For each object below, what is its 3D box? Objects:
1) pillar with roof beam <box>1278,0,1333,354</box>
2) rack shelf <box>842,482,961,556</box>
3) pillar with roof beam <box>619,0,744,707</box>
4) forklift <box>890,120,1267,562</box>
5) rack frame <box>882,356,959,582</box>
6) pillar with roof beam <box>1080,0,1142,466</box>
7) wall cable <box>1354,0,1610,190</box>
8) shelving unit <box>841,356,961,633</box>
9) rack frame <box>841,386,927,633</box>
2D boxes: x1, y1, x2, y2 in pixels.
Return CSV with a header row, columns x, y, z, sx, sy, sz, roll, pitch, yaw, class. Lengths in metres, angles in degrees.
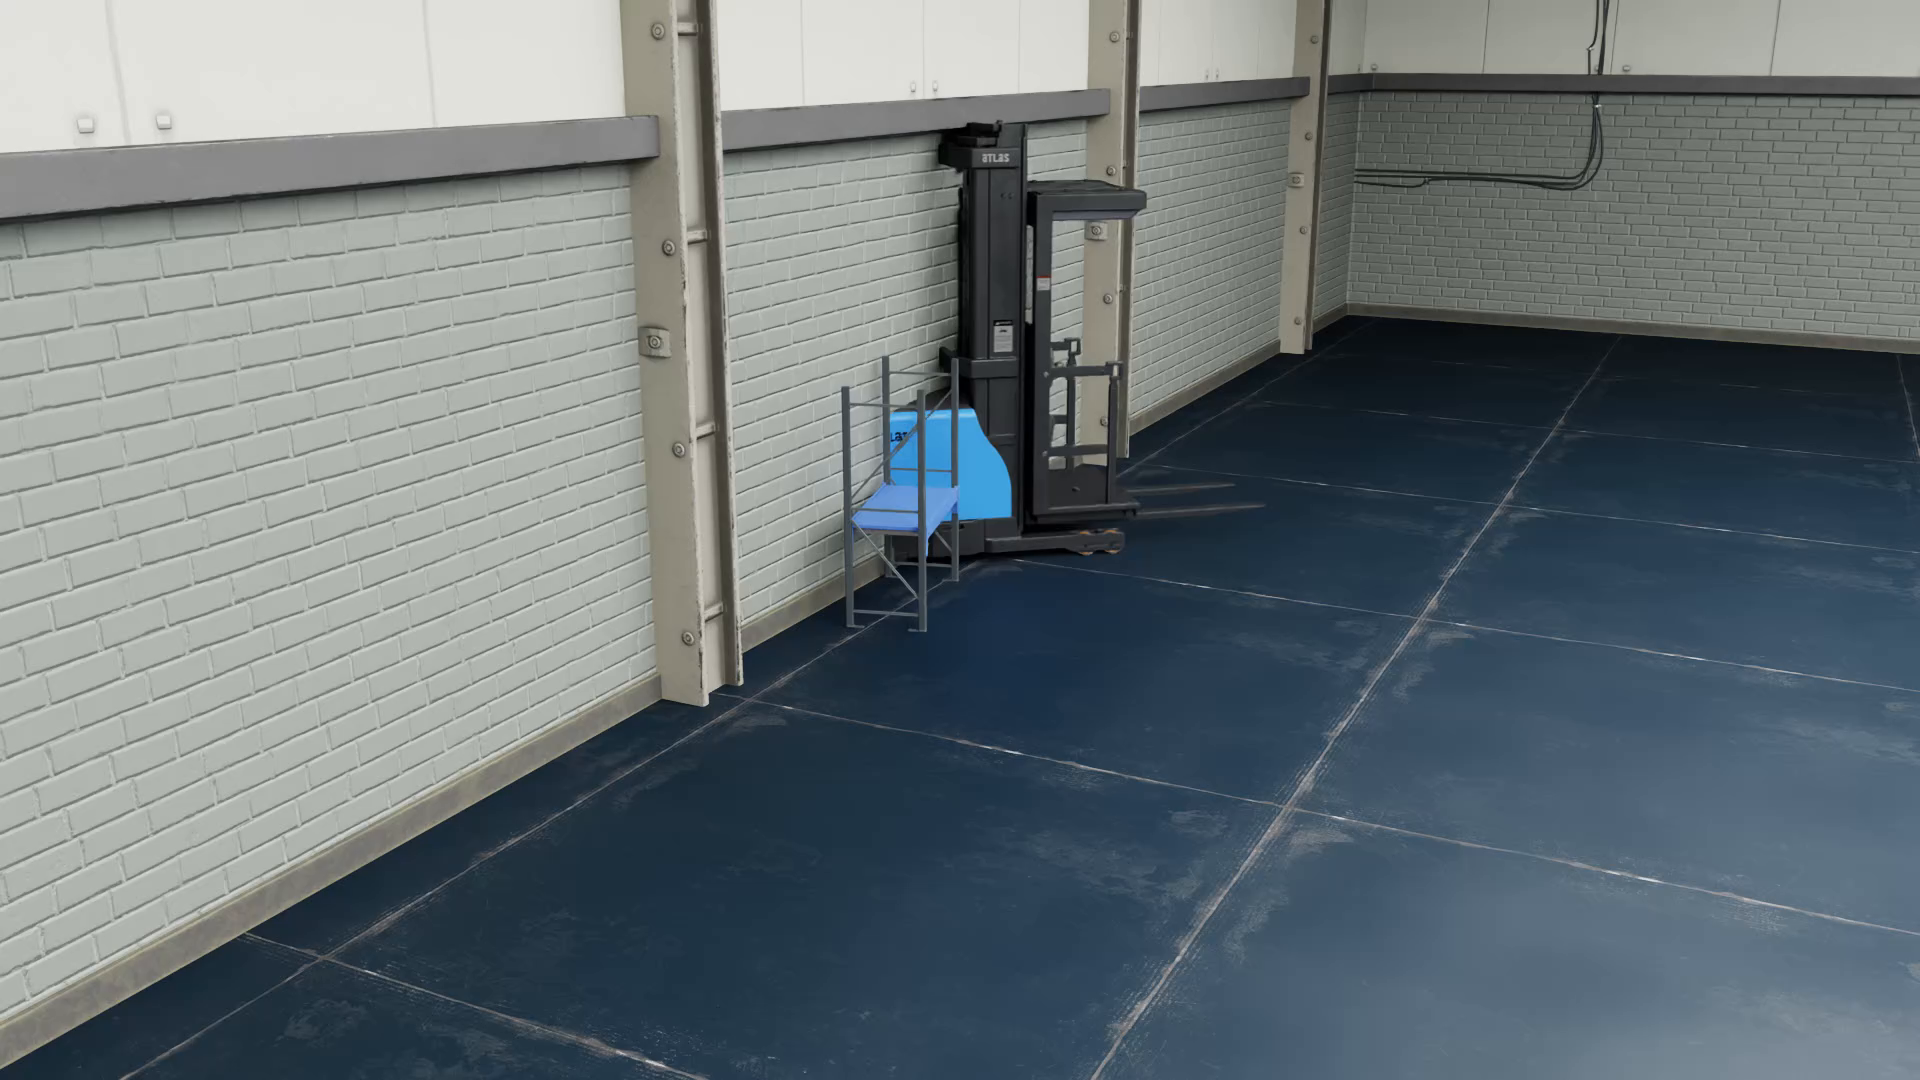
x,y,z,sx,sy,sz,roll,pitch,yaw,class
7.777,-5.990,16.388,9.100,9.000,0.400,8,18,25,pillar with roof beam
-0.354,-0.142,10.501,0.538,0.185,1.000,3,17,11,rack shelf
2.415,-2.934,6.097,9.100,9.000,0.400,8,18,25,pillar with roof beam
0.682,-1.438,11.717,3.031,2.935,1.130,-4,17,-12,forklift
-0.257,-0.457,10.928,0.500,1.500,0.032,3,17,11,rack frame
5.096,-4.462,11.243,9.100,9.000,0.400,8,18,25,pillar with roof beam
6.425,-5.632,20.634,3.097,2.526,0.112,8,18,25,wall cable
-0.354,-0.315,10.450,0.538,1.500,1.048,3,17,11,shelving unit
-0.451,-0.173,9.972,0.500,1.500,0.032,3,17,11,rack frame
